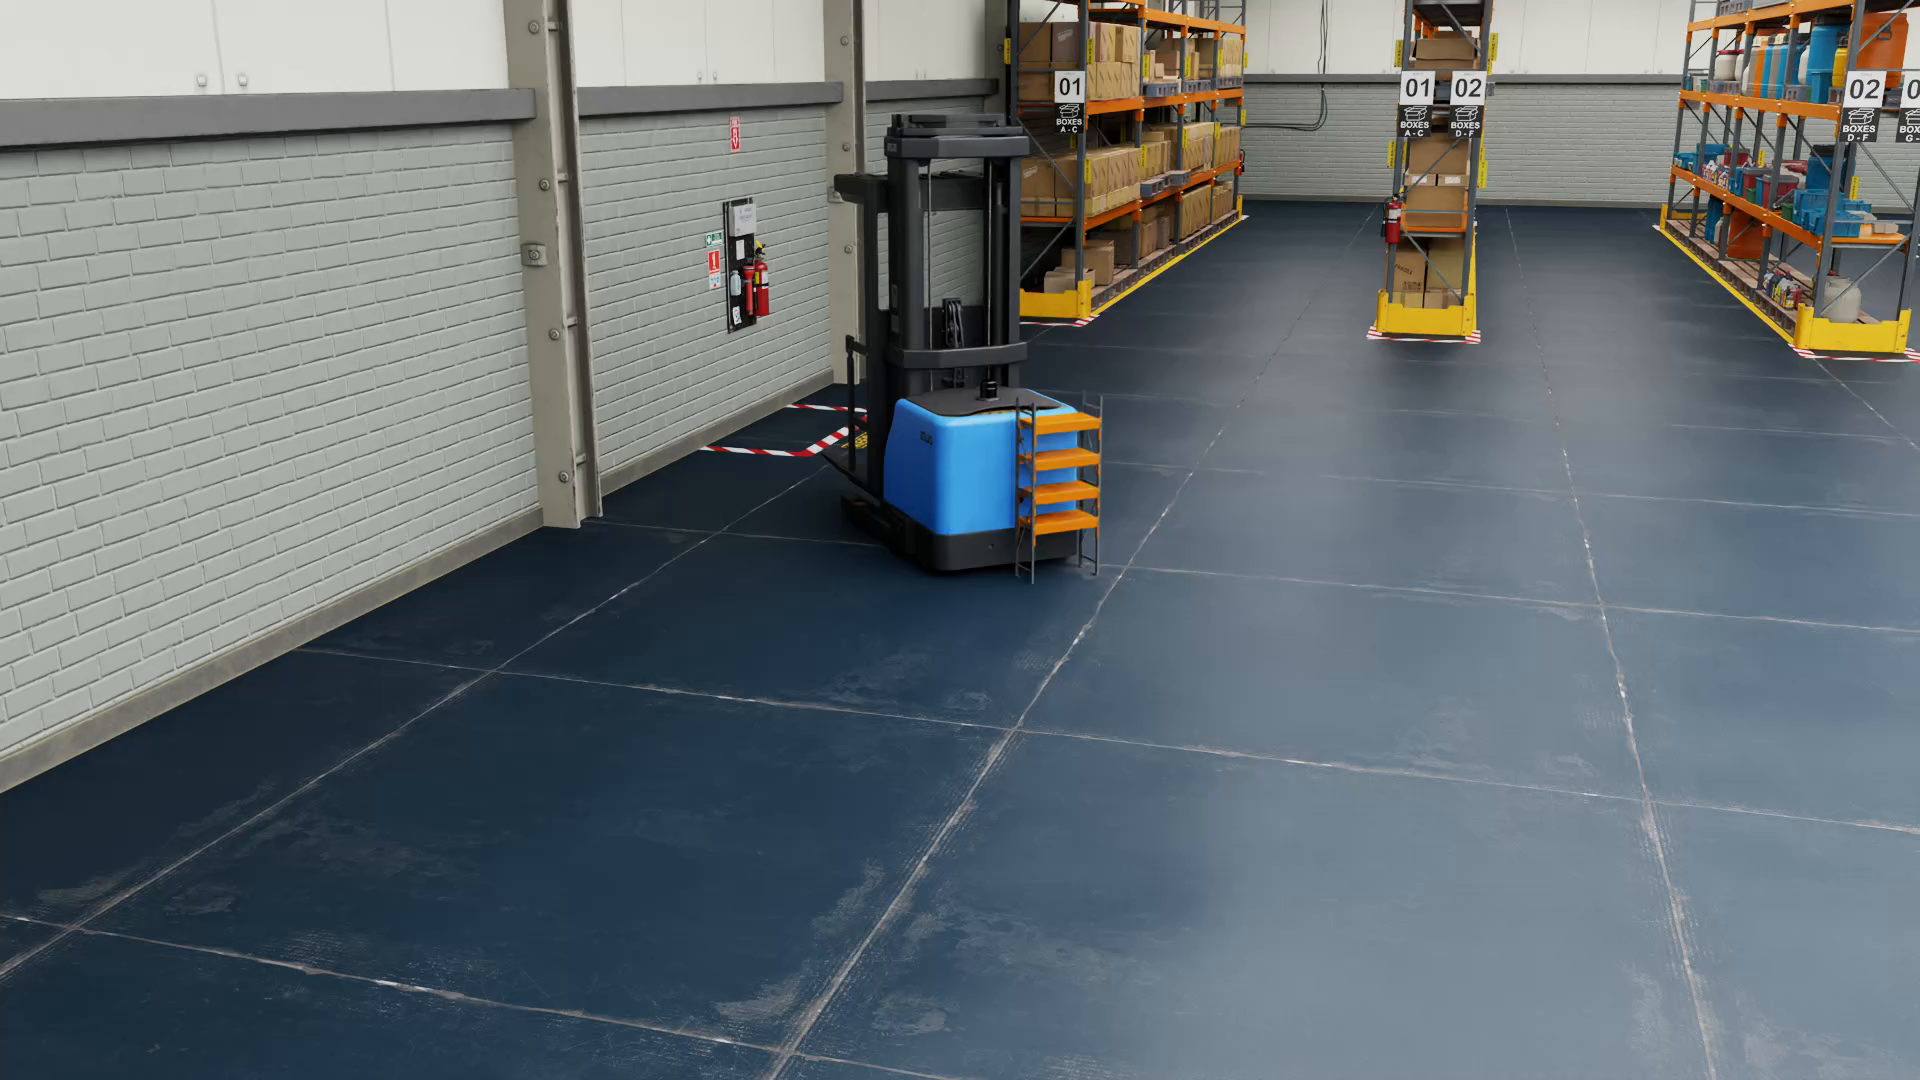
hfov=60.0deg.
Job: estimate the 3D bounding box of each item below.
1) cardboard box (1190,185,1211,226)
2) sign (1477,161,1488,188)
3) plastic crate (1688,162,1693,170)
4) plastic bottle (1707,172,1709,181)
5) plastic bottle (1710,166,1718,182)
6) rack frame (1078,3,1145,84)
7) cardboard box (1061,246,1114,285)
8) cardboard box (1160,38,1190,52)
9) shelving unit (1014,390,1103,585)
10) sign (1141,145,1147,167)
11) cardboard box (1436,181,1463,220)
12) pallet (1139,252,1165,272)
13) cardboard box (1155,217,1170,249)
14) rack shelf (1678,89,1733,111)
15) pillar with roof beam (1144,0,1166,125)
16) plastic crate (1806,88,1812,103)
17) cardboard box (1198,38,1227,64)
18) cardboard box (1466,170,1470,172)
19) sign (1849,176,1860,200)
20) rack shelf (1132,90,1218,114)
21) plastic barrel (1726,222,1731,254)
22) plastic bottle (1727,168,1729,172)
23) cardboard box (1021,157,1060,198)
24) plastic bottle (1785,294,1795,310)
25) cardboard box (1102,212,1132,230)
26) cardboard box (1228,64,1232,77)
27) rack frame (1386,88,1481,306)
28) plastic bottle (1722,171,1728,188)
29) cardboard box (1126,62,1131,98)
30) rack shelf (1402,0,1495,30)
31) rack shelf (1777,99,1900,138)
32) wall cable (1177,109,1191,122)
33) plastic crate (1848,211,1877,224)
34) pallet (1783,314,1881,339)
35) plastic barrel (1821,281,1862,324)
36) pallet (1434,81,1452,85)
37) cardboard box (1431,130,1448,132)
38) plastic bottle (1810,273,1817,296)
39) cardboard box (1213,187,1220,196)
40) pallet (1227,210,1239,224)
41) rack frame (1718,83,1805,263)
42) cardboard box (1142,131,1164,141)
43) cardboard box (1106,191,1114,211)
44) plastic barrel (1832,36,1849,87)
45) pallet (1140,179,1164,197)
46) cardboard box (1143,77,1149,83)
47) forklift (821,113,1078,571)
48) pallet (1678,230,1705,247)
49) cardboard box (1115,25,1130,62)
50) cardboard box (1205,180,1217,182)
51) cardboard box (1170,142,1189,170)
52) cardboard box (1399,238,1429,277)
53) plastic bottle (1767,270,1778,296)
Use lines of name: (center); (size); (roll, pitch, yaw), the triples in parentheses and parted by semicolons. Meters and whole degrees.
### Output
cardboard box: (4.507, -6.606, 32.794); (0.750, 0.750, 0.750); (5, 17, 17)
sign: (6.437, -4.506, 20.487); (0.100, 0.325, 0.005); (5, 16, 16)
plastic crate: (14.272, -7.231, 32.201); (0.293, 0.136, 0.466); (5, 16, 16)
plastic bottle: (13.350, -6.488, 29.572); (0.097, 0.201, 0.097); (0, 16, 0)
plastic bottle: (13.239, -6.396, 29.110); (0.152, 0.276, 0.135); (5, 16, 16)
rack frame: (2.293, -8.412, 24.995); (1.000, 3.000, 0.127); (5, 16, 16)
cardboard box: (1.858, -4.000, 24.208); (0.700, 0.500, 0.500); (4, 16, 12)
cardboard box: (4.048, -9.317, 31.319); (0.500, 0.250, 0.500); (4, 16, 14)
shelving unit: (0.638, -0.343, 10.839); (0.503, 1.200, 0.258); (-8, 17, -25)
sign: (2.816, -5.902, 25.554); (0.100, 0.325, 0.005); (5, 16, 16)
cardboard box: (6.197, -4.403, 21.673); (0.700, 0.500, 0.500); (5, 17, 17)
pallet: (2.858, -4.708, 28.042); (1.003, 0.211, 1.213); (5, 16, 16)
cardboard box: (3.275, -5.389, 29.106); (0.700, 0.500, 0.500); (5, 17, 17)
rack shelf: (14.634, -8.471, 32.018); (1.077, 0.370, 4.000); (5, 16, 16)
pillar with roof beam: (8.064, -10.421, 32.079); (9.100, 9.000, 0.400); (5, 16, 16)
plastic crate: (11.082, -5.707, 21.344); (0.336, 0.188, 0.450); (5, 16, 16)
cardboard box: (5.038, -9.765, 33.212); (0.500, 0.500, 0.500); (4, 16, 15)
cardboard box: (6.443, -4.742, 21.680); (0.380, 0.149, 0.250); (4, 16, 15)
sign: (12.316, -4.845, 22.907); (0.100, 0.325, 0.005); (5, 16, 16)
rack shelf: (3.998, -8.192, 31.037); (1.077, 0.370, 4.000); (5, 16, 16)
plastic barrel: (13.126, -5.093, 28.078); (0.421, 0.512, 0.421); (0, 16, 0)
plastic bottle: (13.150, -6.223, 28.486); (0.061, 0.283, 0.133); (5, 16, 16)
cardboard box: (1.087, -4.917, 22.533); (0.500, 0.500, 0.500); (4, 16, 15)
plastic bottle: (10.757, -3.091, 21.551); (0.097, 0.201, 0.097); (0, 16, 0)
cardboard box: (2.608, -5.205, 27.083); (0.500, 0.250, 0.500); (4, 16, 15)
cardboard box: (5.313, -9.667, 34.240); (0.500, 0.250, 0.500); (4, 16, 14)
rack frame: (5.907, -4.096, 20.773); (1.000, 3.000, 0.127); (5, 16, 16)
plastic bottle: (12.806, -6.021, 27.796); (0.097, 0.271, 0.097); (0, 16, 0)
cardboard box: (2.231, -6.744, 24.392); (0.500, 0.500, 0.500); (3, 16, 11)
rack shelf: (6.475, -6.967, 21.952); (1.077, 0.370, 4.000); (5, 16, 16)
rack shelf: (11.223, -5.331, 20.949); (1.077, 0.370, 4.000); (5, 16, 16)
wall cable: (5.160, -9.562, 38.184); (0.084, 1.984, 1.851); (5, 16, 16)
plastic crate: (11.573, -4.186, 21.574); (0.530, 0.136, 0.437); (5, 16, 16)
pallet: (10.868, -2.605, 20.627); (1.003, 0.211, 1.213); (5, 16, 16)
plastic barrel: (10.769, -2.894, 20.326); (0.421, 0.512, 0.421); (0, 16, 0)
pallet: (6.478, -6.000, 22.150); (1.003, 0.211, 1.213); (5, 16, 16)
cardboard box: (6.211, -5.041, 21.545); (0.700, 0.500, 0.500); (4, 16, 14)
plastic bottle: (11.747, -3.515, 22.773); (0.144, 0.351, 0.185); (5, 16, 16)
cardboard box: (5.150, -7.193, 34.316); (0.380, 0.149, 0.250); (5, 17, 18)
pallet: (5.551, -7.108, 36.504); (1.003, 0.211, 1.213); (5, 16, 16)
rack frame: (12.928, -5.804, 26.795); (1.000, 3.000, 0.127); (5, 16, 16)
cardboard box: (3.361, -7.051, 29.015); (0.380, 0.149, 0.250); (2, 16, 9)
cardboard box: (1.884, -4.789, 23.456); (0.500, 0.250, 0.500); (4, 16, 15)
plastic barrel: (10.857, -5.755, 20.010); (0.600, 0.588, 0.600); (0, 16, 0)
pallet: (2.650, -5.622, 26.505); (1.003, 0.211, 1.213); (5, 16, 16)
cardboard box: (2.700, -7.426, 26.410); (0.500, 0.311, 0.500); (5, 17, 18)
forklift: (-0.239, -1.567, 11.983); (1.130, 2.935, 3.031); (-6, 17, -22)
pallet: (14.237, -5.704, 31.554); (1.003, 0.211, 1.213); (5, 16, 16)
cardboard box: (2.127, -7.074, 23.722); (0.500, 0.500, 0.500); (4, 16, 14)
cardboard box: (5.444, -7.834, 36.575); (0.380, 0.149, 0.250); (5, 17, 16)
cardboard box: (3.813, -6.880, 29.824); (0.500, 0.500, 0.500); (5, 17, 18)
cardboard box: (6.188, -3.893, 22.952); (0.500, 0.500, 0.500); (5, 16, 16)
plastic bottle: (11.165, -3.516, 22.776); (0.144, 0.351, 0.185); (5, 17, 17)
